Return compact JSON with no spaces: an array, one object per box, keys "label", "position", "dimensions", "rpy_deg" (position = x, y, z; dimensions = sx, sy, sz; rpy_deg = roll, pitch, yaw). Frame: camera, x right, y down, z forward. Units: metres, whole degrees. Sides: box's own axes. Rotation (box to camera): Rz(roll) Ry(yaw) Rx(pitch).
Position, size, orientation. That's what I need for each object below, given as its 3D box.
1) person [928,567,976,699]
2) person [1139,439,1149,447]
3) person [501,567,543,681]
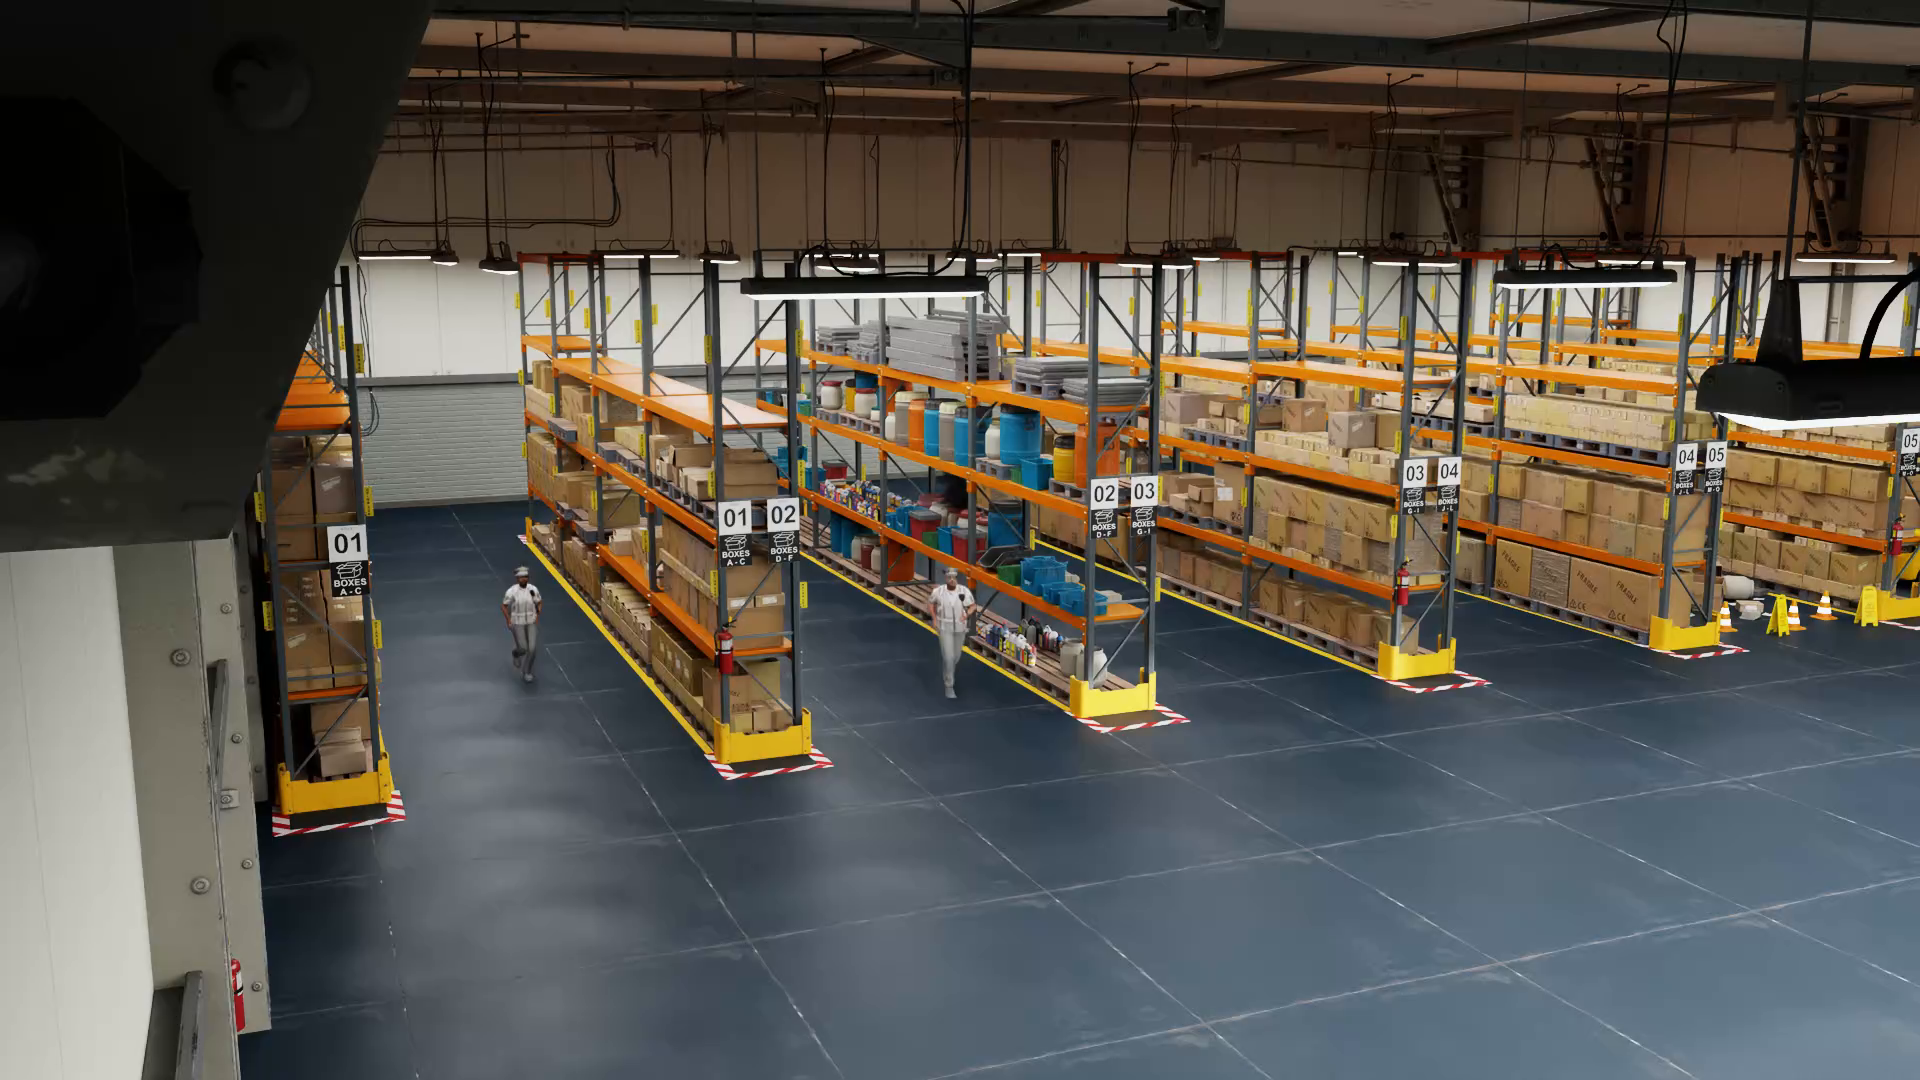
[{"label":"person","position":[-0.108,1.250,23.297],"dimensions":[0.651,1.841,0.832],"rpy_deg":[-2,11,-13]},{"label":"person","position":[4.187,-1.475,38.125],"dimensions":[0.717,1.779,1.004],"rpy_deg":[-4,11,-19]},{"label":"person","position":[-6.292,1.191,24.007],"dimensions":[0.583,1.662,0.558],"rpy_deg":[-5,12,-28]}]
